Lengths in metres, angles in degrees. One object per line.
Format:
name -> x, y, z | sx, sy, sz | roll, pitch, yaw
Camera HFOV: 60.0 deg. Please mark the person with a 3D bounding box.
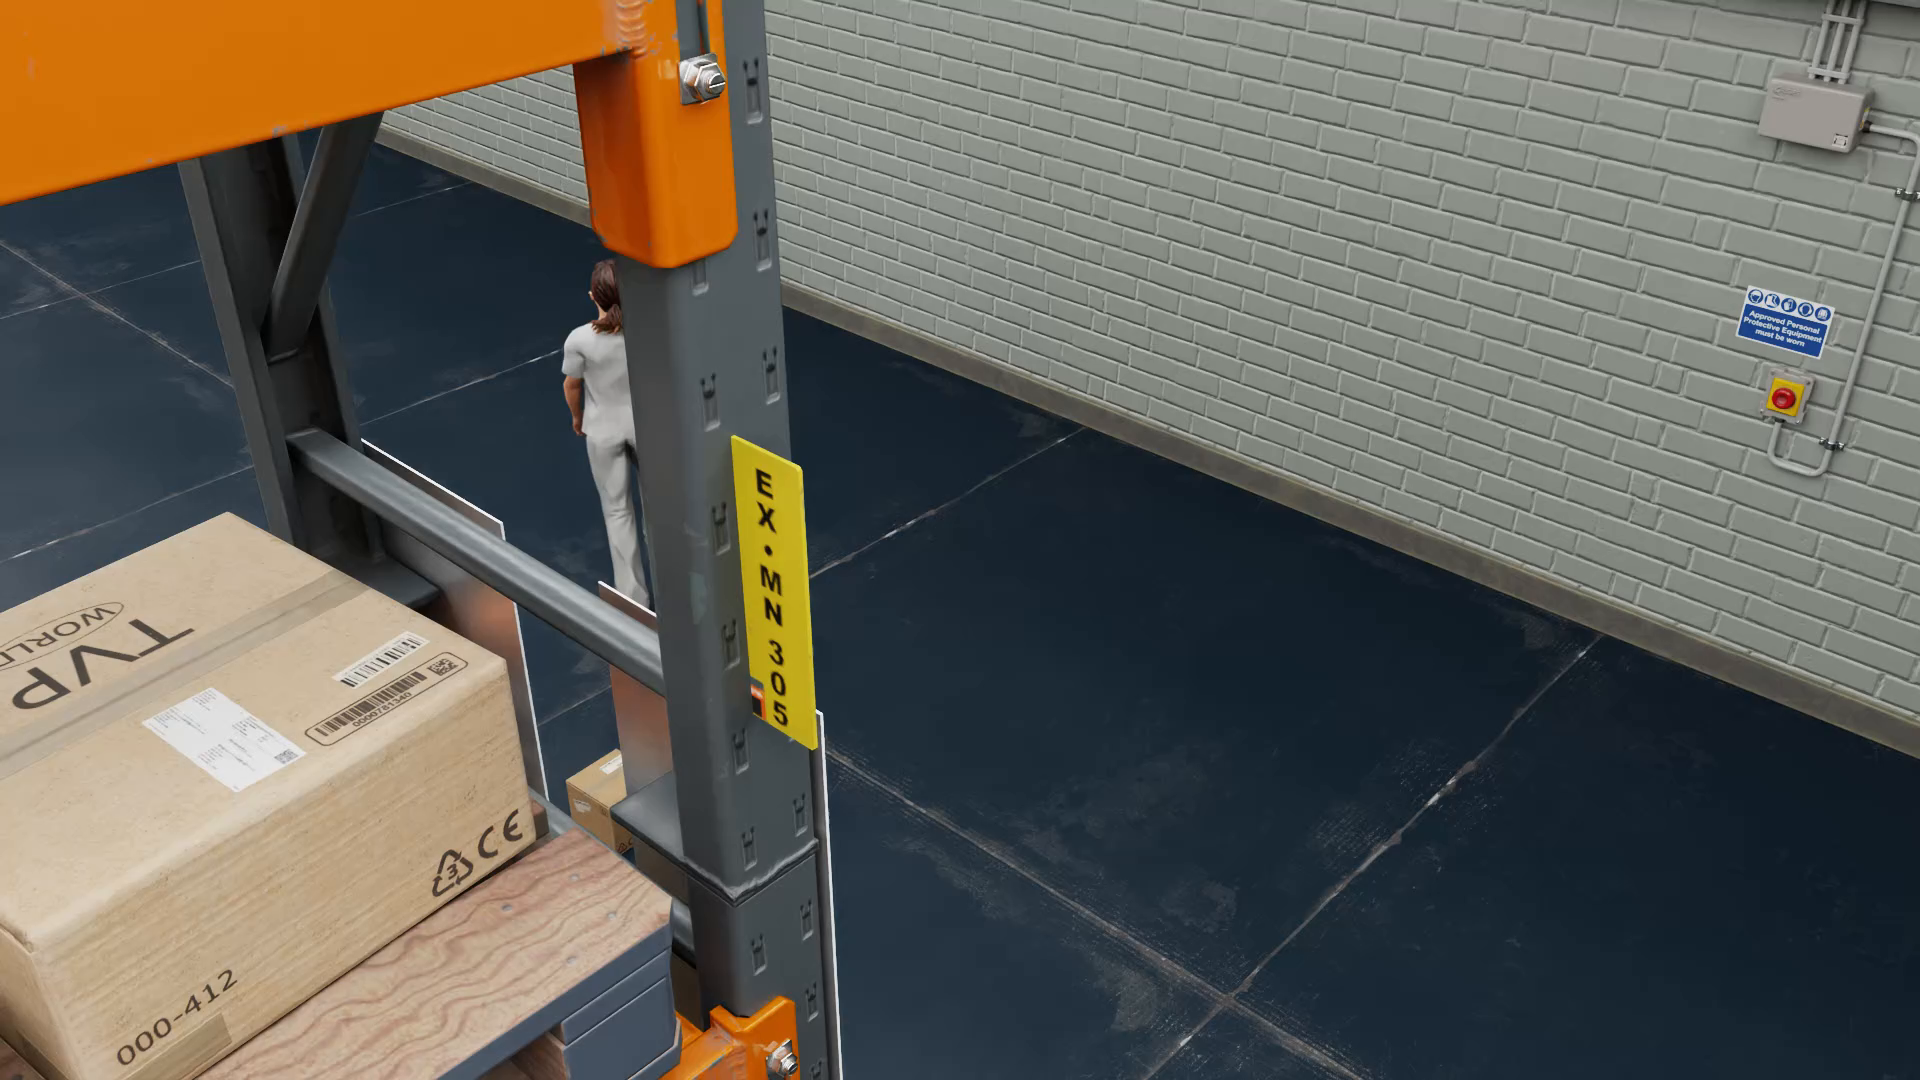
person -> -1.513, -0.528, 7.476 | 0.480, 1.625, 0.945 | -8, 32, -14
